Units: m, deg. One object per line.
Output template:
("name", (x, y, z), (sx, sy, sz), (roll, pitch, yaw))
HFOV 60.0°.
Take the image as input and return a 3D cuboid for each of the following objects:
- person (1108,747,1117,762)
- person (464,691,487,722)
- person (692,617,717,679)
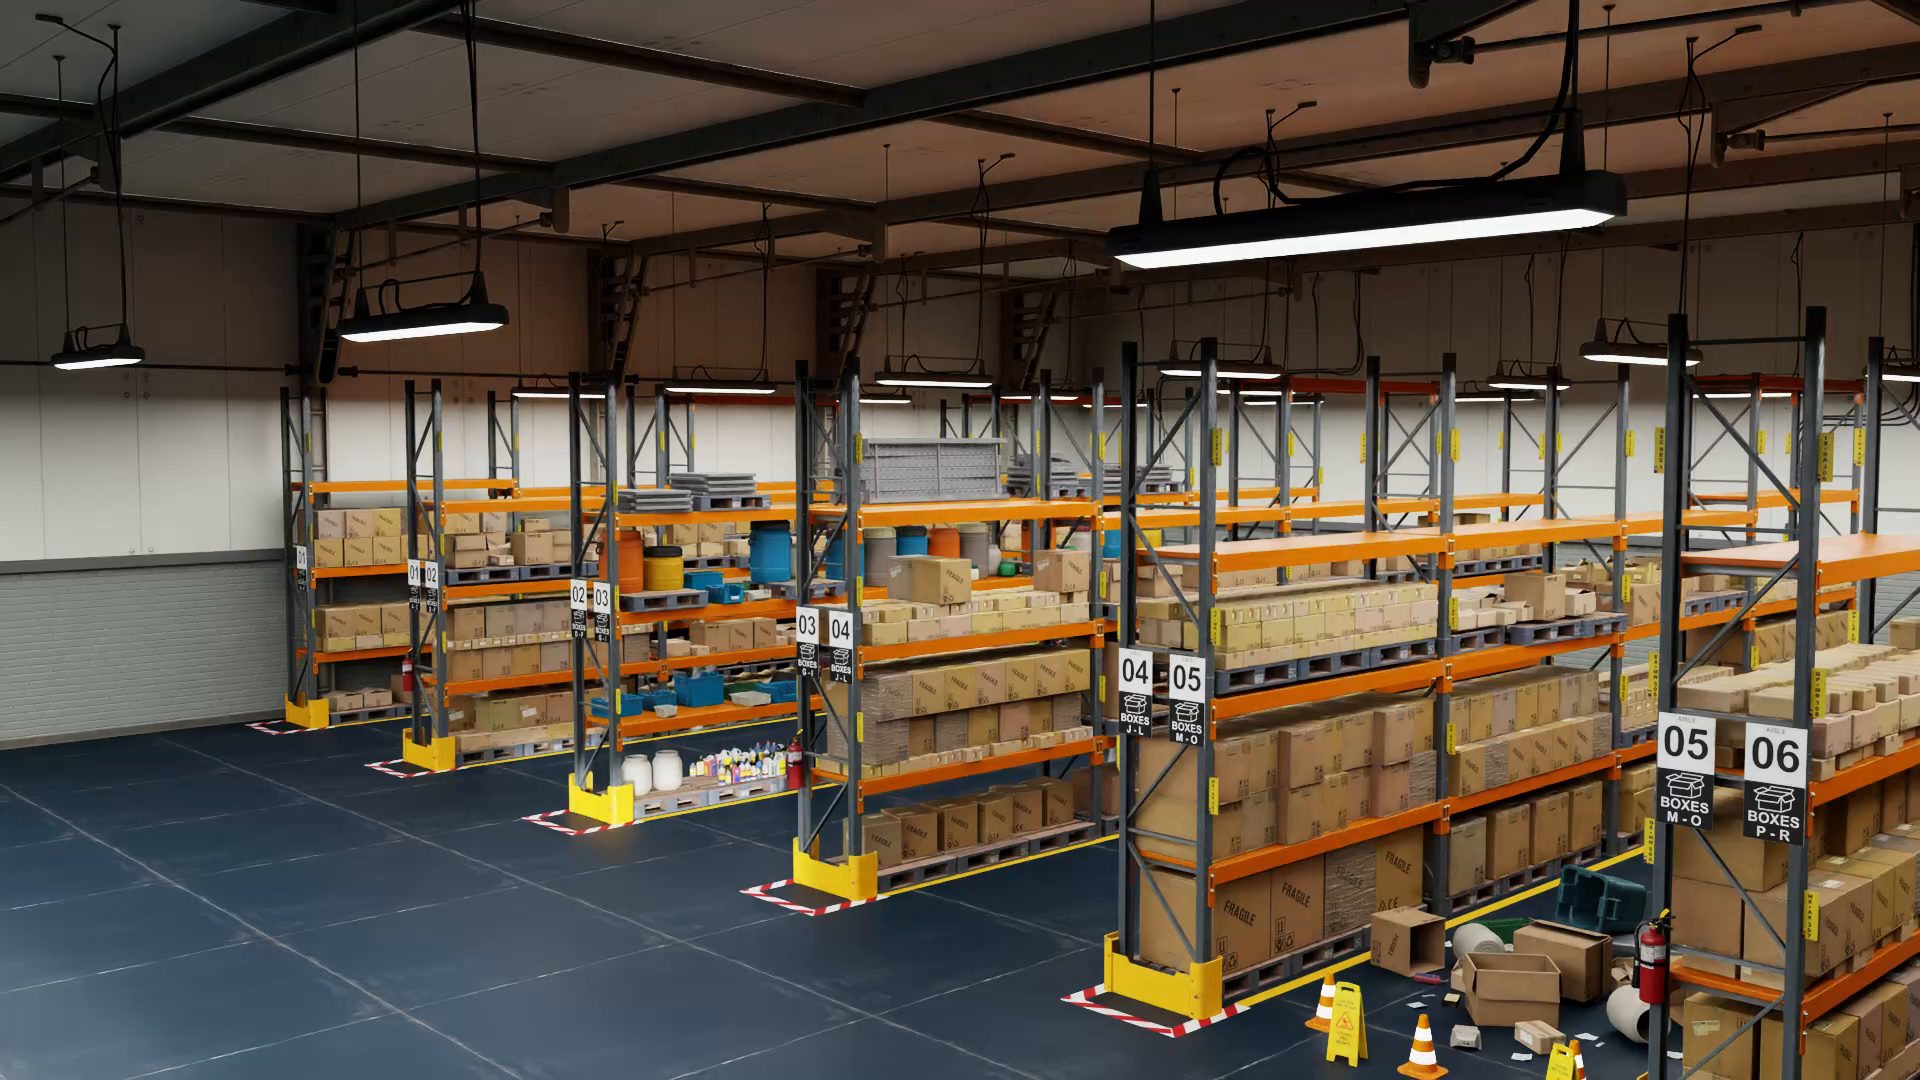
("person", (2.300, 2.800, 24.309), (0.473, 1.735, 0.580), (3, 5, 36))
("person", (-8.519, 2.463, 28.990), (0.478, 1.669, 0.505), (-2, 4, -34))
("person", (-5.172, 2.194, 33.350), (0.516, 1.658, 0.472), (-2, 4, -28))
